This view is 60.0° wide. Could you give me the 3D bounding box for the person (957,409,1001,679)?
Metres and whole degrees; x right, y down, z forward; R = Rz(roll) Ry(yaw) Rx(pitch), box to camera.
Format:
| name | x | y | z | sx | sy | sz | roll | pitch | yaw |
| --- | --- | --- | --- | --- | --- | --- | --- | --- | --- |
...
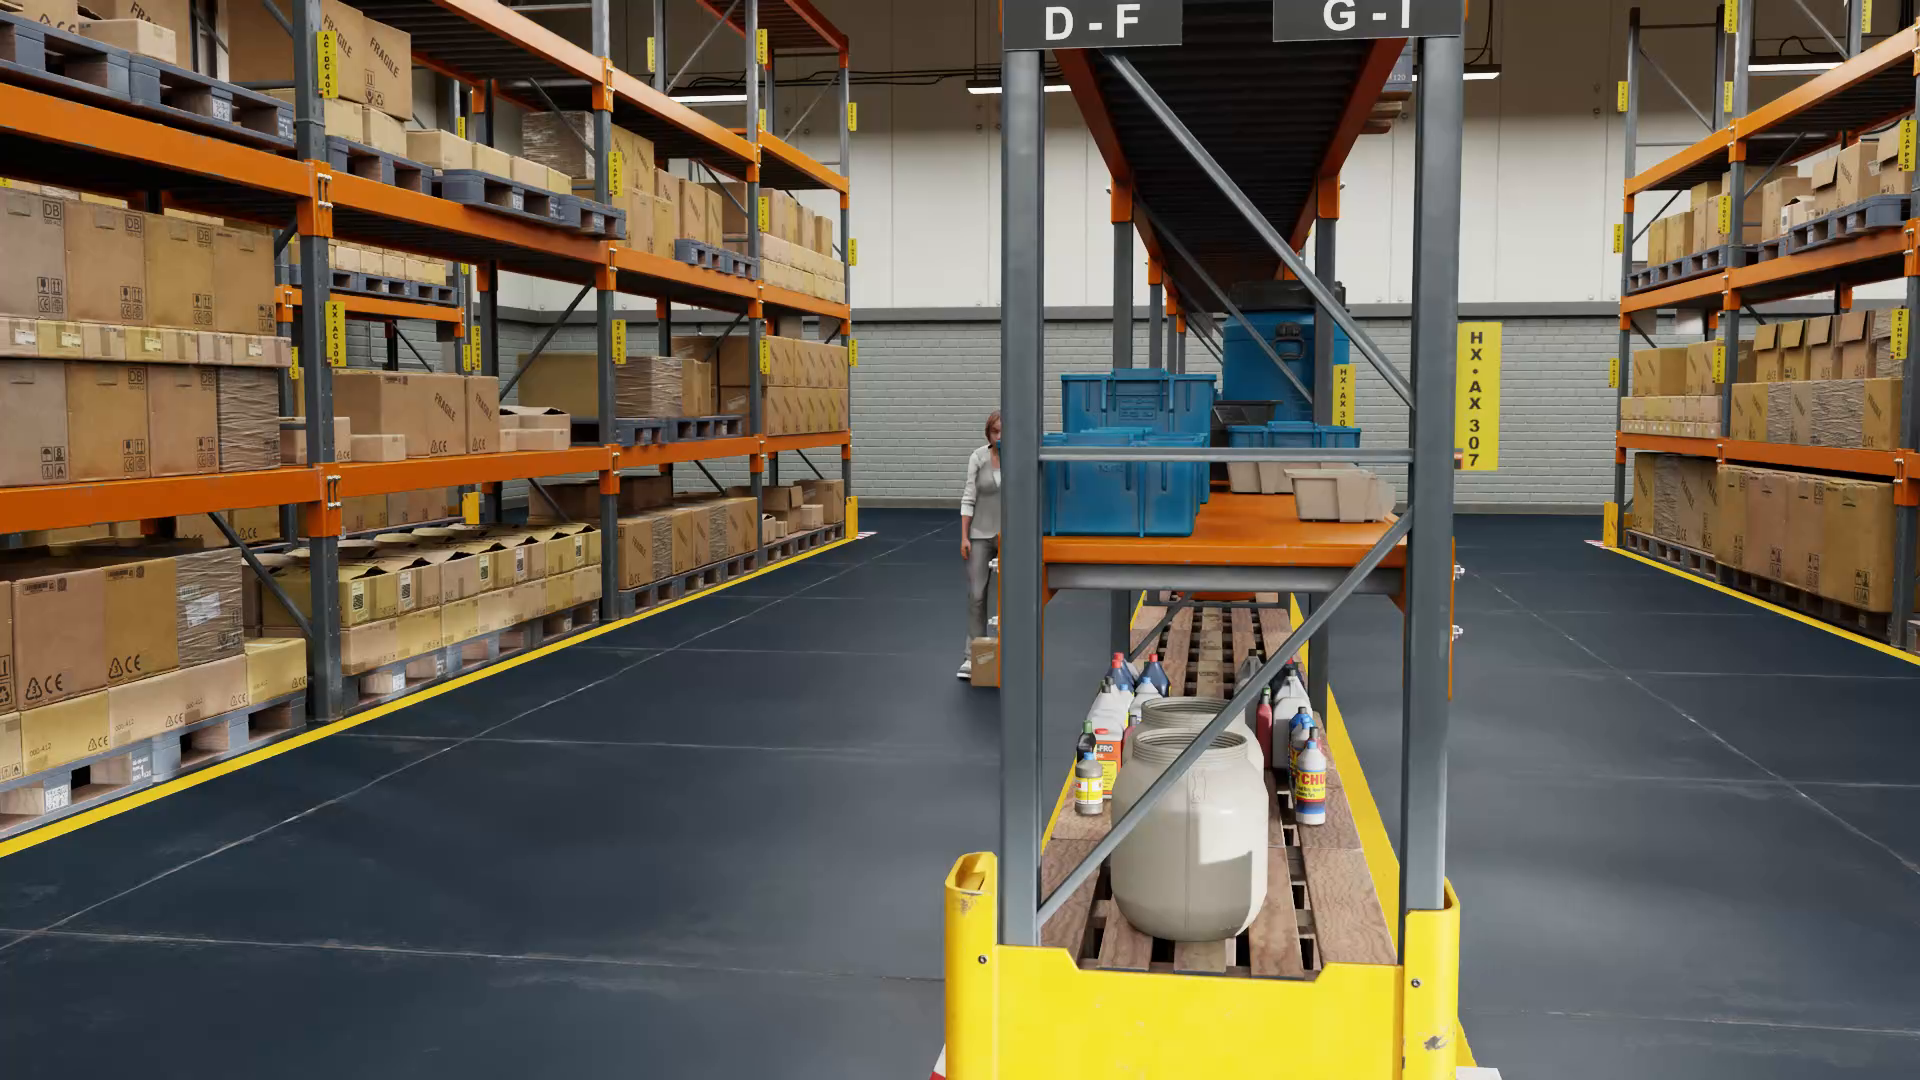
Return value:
| name | x | y | z | sx | sy | sz | roll | pitch | yaw |
| --- | --- | --- | --- | --- | --- | --- | --- | --- | --- |
| person | 0.226 | 0.028 | 9.868 | 0.467 | 1.580 | 0.347 | 1 | 5 | 6 |
